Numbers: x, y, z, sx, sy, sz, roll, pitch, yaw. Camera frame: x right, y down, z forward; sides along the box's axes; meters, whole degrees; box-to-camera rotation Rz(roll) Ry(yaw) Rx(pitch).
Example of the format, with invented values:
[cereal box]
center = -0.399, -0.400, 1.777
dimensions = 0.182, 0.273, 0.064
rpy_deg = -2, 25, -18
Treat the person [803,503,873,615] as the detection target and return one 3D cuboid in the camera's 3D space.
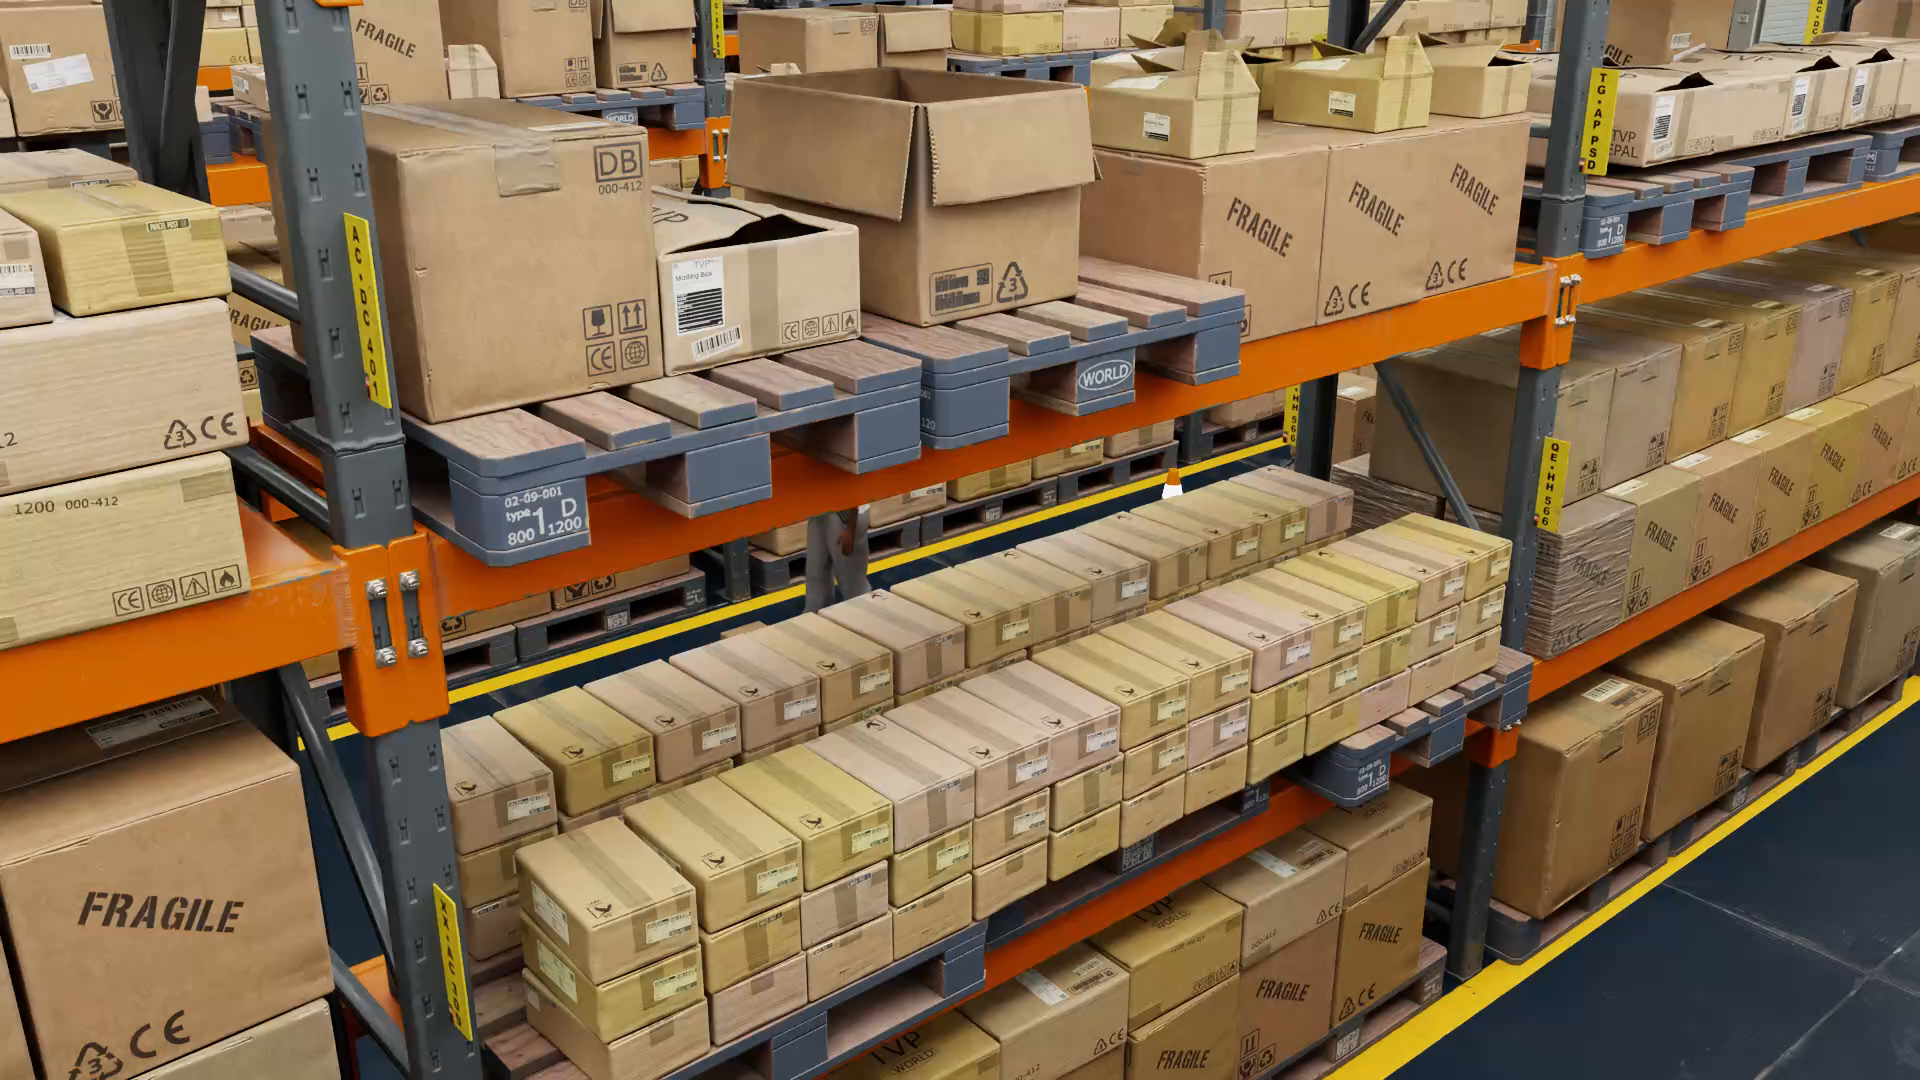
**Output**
[person]
center = -0.724, -0.131, 8.883
dimensions = 0.554, 1.674, 0.451
rpy_deg = -7, 22, -18
